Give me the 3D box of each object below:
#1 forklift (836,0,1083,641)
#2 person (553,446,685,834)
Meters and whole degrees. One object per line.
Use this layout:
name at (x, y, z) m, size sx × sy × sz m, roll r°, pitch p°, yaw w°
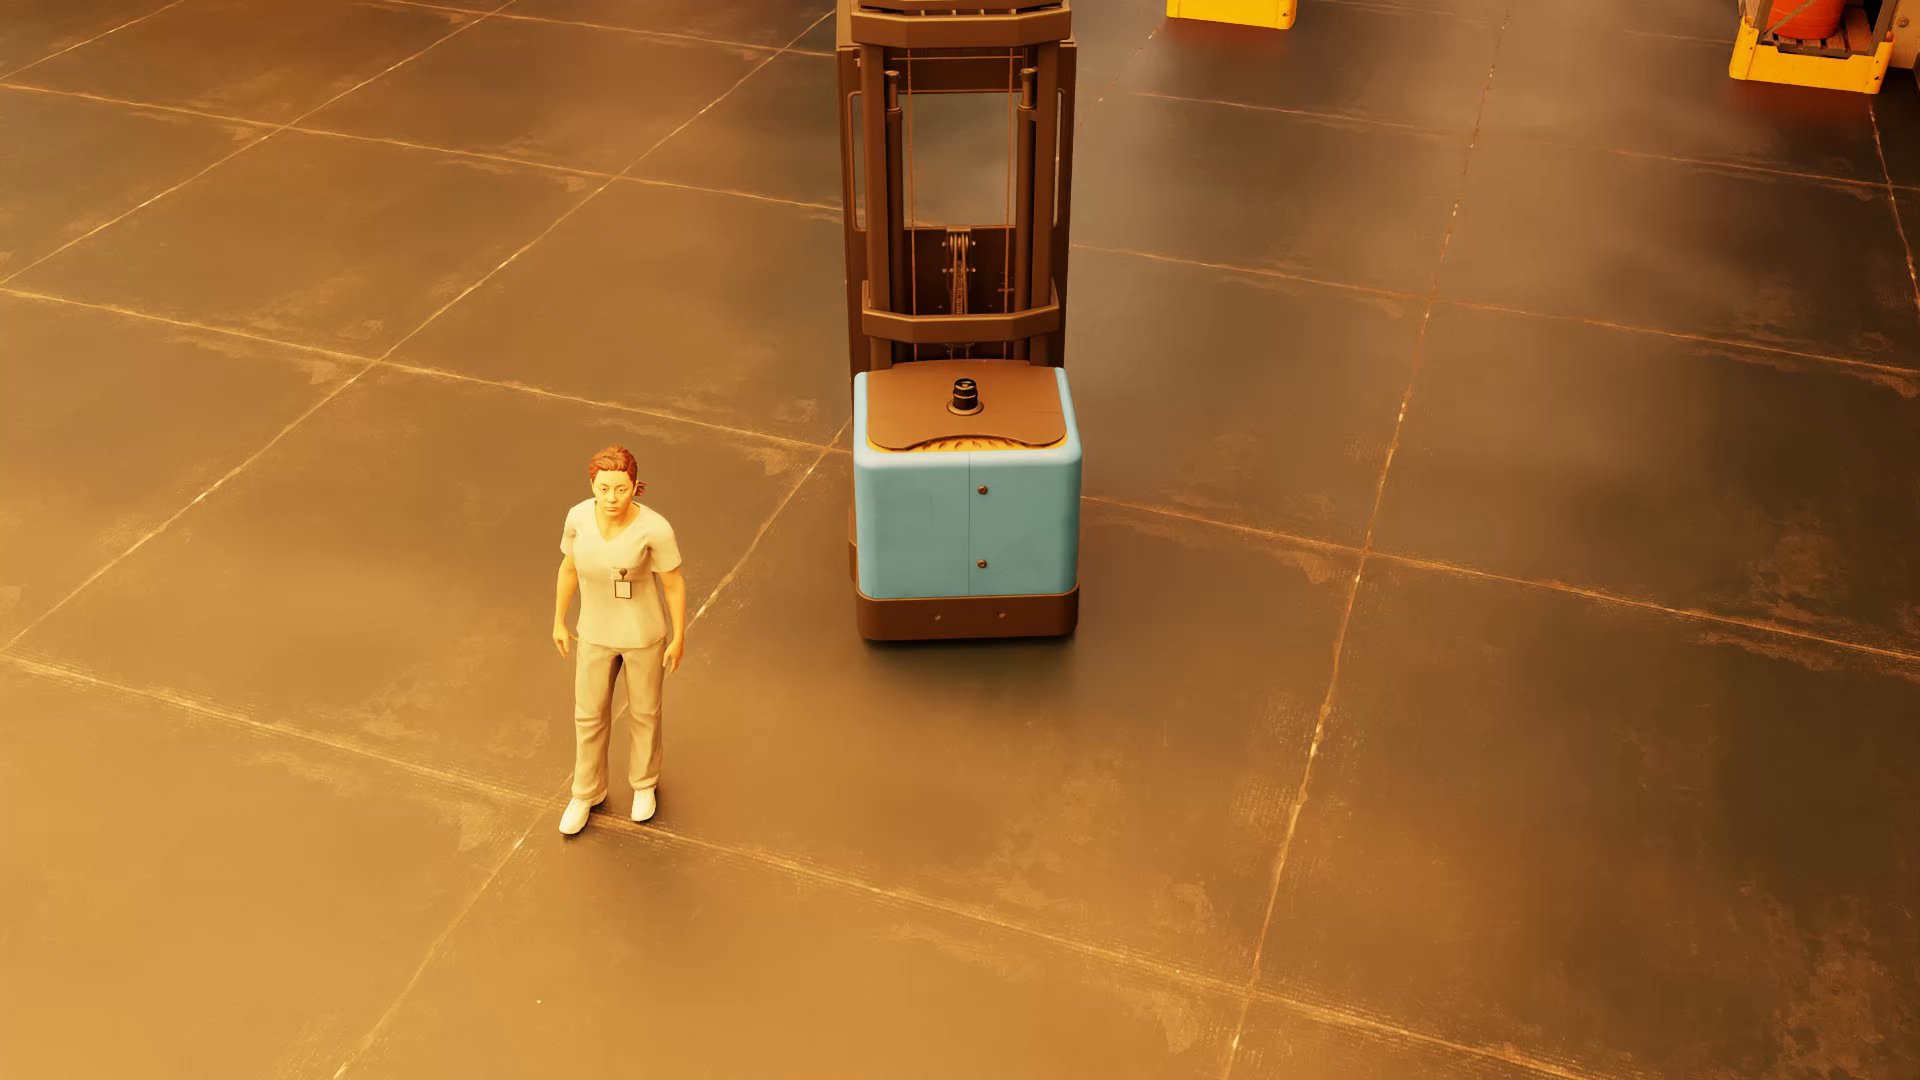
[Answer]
forklift at (-0.029, -1.547, 8.293) m, size 1.130 × 2.935 × 3.031 m, roll -2°, pitch 35°, yaw -2°
person at (-1.365, 0.414, 6.599) m, size 0.550 × 1.675 × 0.549 m, roll 4°, pitch 36°, yaw 6°
